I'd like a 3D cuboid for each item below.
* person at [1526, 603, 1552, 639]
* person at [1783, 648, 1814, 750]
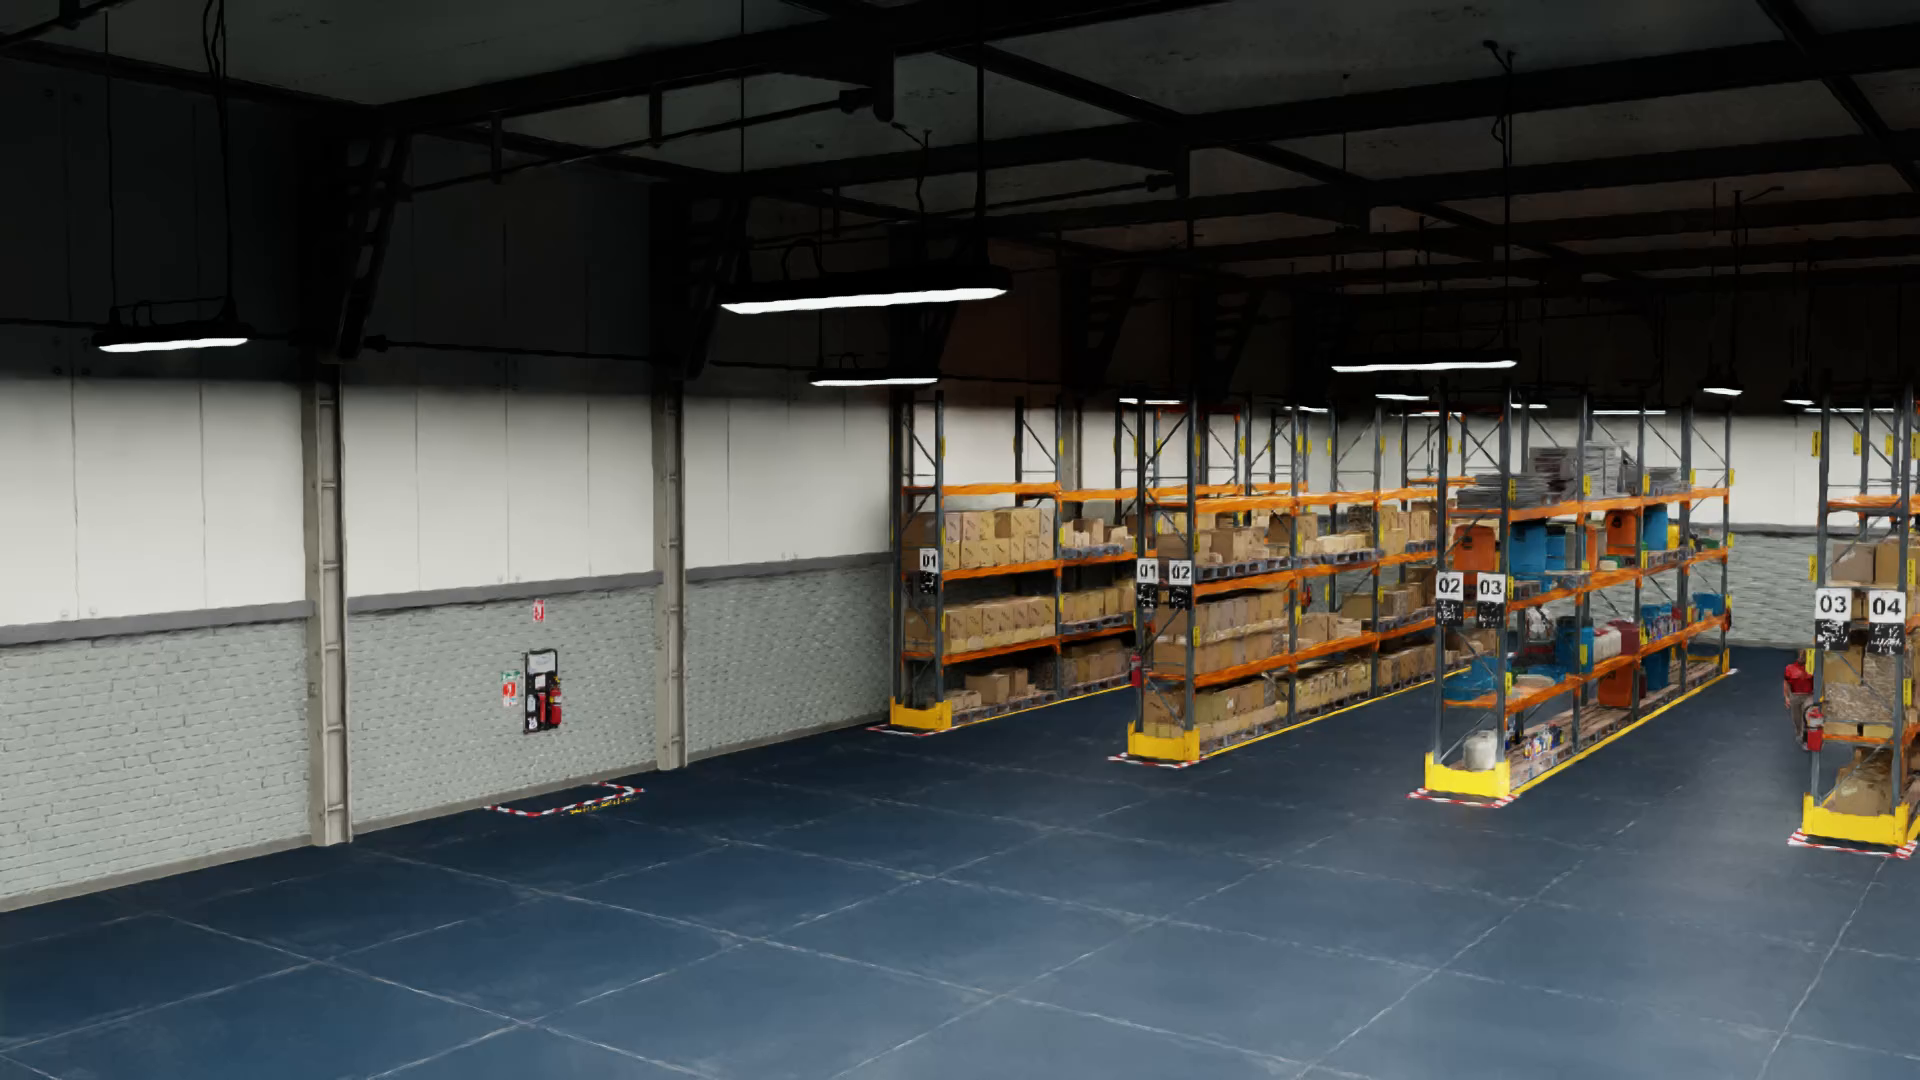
[{"bbox_3d":[13.107,2.079,37.666,0.592,1.625,0.532,2,4,32],"label":"person"},{"bbox_3d":[13.950,2.609,27.591,0.542,1.645,1.126,2,4,38],"label":"person"}]
